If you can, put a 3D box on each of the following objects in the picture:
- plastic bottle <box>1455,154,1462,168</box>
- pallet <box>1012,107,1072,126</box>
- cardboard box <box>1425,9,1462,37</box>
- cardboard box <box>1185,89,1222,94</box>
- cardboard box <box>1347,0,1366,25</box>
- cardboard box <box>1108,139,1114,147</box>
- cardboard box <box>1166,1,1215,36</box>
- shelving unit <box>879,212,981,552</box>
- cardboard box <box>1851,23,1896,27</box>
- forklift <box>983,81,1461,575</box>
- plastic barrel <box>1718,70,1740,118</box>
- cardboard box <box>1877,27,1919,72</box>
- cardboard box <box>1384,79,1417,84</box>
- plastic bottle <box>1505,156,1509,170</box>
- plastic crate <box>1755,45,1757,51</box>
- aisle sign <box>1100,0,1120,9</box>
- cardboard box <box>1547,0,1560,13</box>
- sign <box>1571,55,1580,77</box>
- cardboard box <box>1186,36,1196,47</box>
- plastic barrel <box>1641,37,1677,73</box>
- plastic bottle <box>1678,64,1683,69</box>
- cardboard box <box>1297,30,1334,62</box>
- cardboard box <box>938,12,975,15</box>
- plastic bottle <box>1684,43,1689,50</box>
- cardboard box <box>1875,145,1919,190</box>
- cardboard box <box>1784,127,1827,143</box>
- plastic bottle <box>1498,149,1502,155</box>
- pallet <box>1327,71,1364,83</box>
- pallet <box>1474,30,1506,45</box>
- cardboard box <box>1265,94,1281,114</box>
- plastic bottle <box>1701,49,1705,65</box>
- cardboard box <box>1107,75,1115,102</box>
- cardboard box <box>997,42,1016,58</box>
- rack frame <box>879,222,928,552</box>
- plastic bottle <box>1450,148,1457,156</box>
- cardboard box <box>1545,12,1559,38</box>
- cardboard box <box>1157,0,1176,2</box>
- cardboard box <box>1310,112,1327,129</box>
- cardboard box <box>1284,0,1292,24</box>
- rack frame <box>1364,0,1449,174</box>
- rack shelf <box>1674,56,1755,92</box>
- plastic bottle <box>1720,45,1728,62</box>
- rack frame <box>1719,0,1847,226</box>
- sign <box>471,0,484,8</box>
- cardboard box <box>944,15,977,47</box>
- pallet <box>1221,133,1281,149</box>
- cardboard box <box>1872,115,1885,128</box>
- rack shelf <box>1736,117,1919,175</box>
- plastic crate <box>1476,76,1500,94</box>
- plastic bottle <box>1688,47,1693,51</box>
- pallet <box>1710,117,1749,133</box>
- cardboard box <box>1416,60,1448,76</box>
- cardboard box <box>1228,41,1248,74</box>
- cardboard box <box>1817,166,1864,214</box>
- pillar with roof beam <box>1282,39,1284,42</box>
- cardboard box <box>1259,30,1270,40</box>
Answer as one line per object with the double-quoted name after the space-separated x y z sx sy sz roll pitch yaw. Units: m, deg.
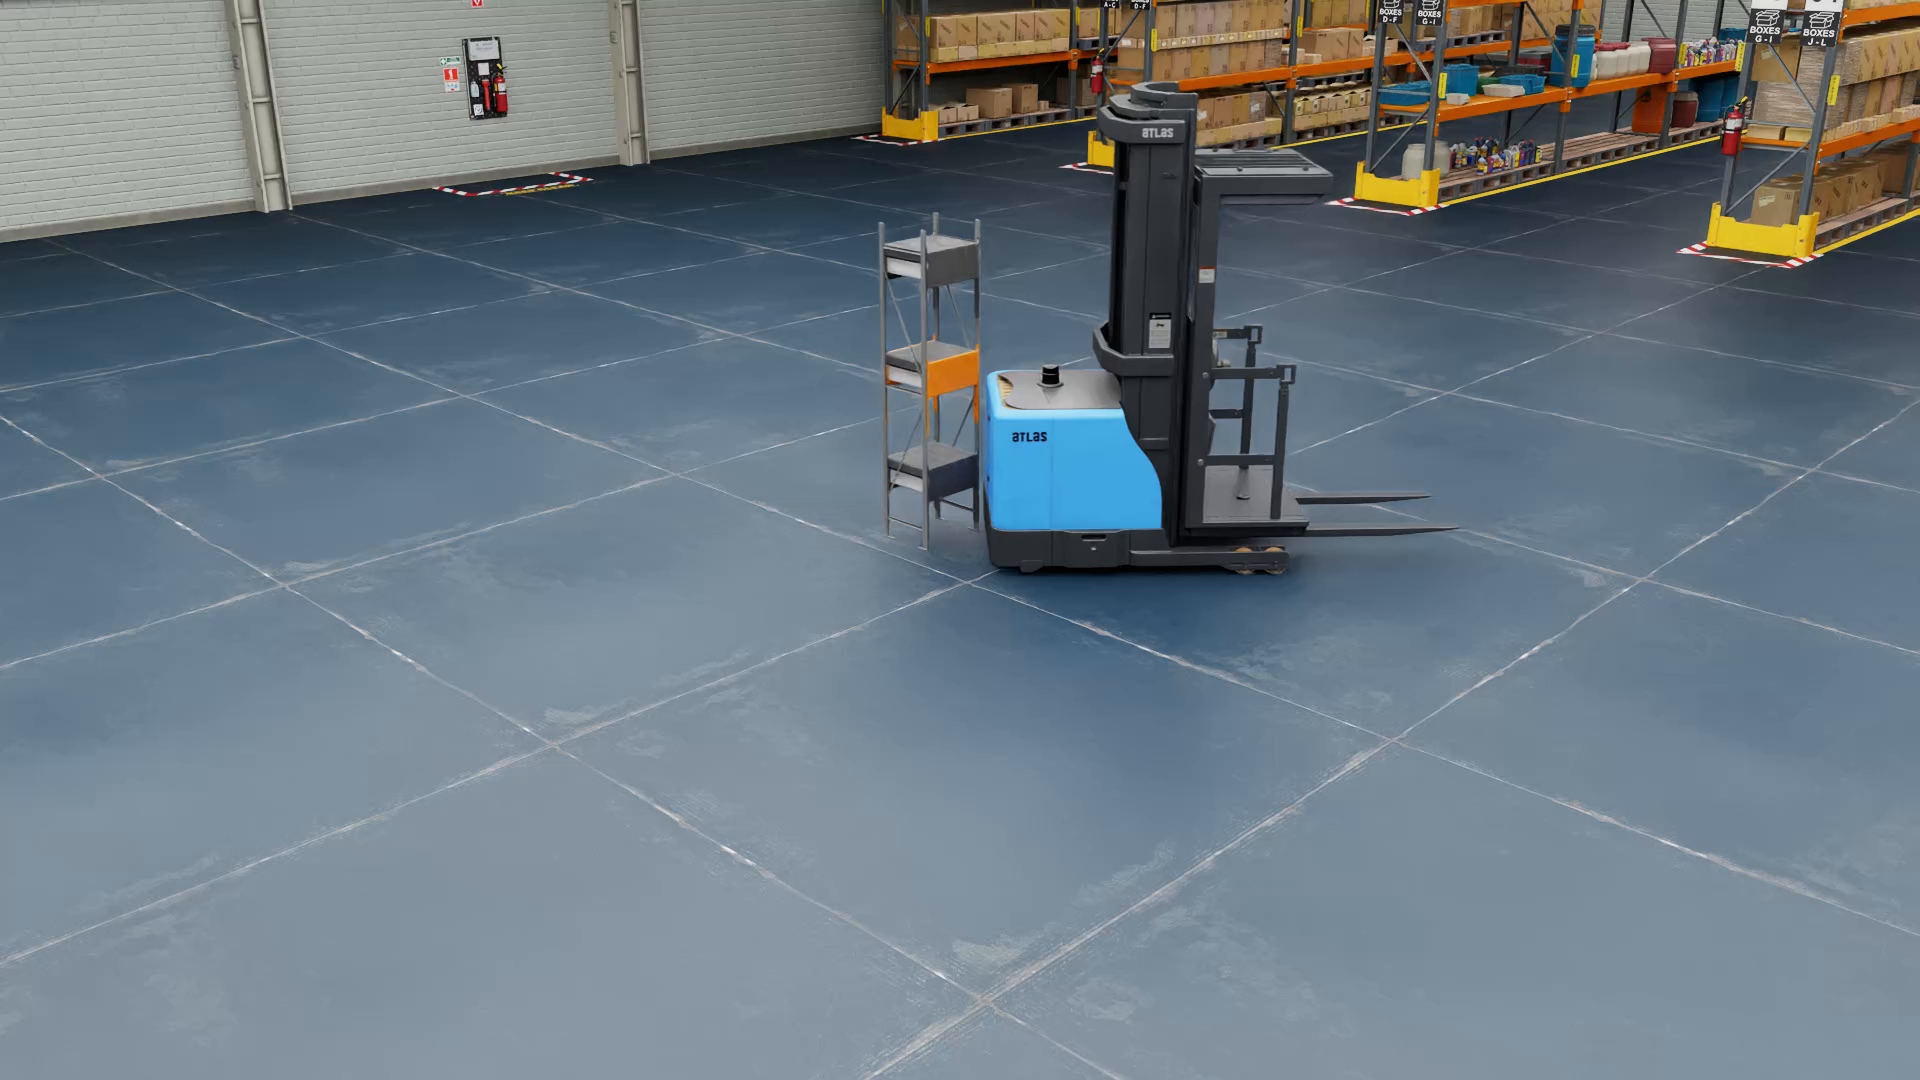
7.505 -5.714 25.047 0.097 0.201 0.097 0 21 0 "plastic bottle"
1.392 -8.190 32.090 1.003 0.211 1.213 19 28 41 "pallet"
9.311 -10.083 32.402 0.500 0.500 0.700 -14 25 -32 "cardboard box"
4.142 -7.399 28.347 0.500 0.500 0.500 19 28 41 "cardboard box"
8.820 -12.381 38.688 0.980 0.700 0.700 18 27 38 "cardboard box"
2.759 -6.531 27.132 0.500 0.250 0.500 19 28 41 "cardboard box"
3.683 -8.455 26.945 0.700 0.500 0.500 19 28 41 "cardboard box"
-0.189 -1.017 10.794 0.431 2.100 0.503 19 28 40 "shelving unit"
11.986 -6.554 21.999 0.500 0.500 0.500 19 28 41 "cardboard box"
1.690 -1.340 10.475 3.031 2.935 1.130 -1 21 -2 "forklift"
14.123 -8.331 30.909 0.600 0.901 0.708 19 28 41 "plastic barrel"
12.018 -6.293 21.319 0.500 0.500 0.500 19 28 41 "cardboard box"
8.662 -8.801 32.661 0.500 0.500 0.500 -19 28 -40 "cardboard box"
8.153 -5.645 24.868 0.097 0.201 0.097 0 21 0 "plastic bottle"
14.942 -9.239 31.215 0.396 0.136 0.243 19 28 41 "plastic crate"
2.341 -8.676 25.844 0.394 0.787 0.004 19 28 41 "aisle sign"
12.217 -11.320 34.812 0.500 0.500 0.500 18 28 39 "cardboard box"
9.320 -7.183 25.195 0.100 0.325 0.005 19 28 41 "sign"
3.560 -7.999 26.663 0.380 0.149 0.250 19 28 40 "cardboard box"
11.618 -8.091 27.753 0.600 0.536 0.708 19 28 41 "plastic barrel"
12.258 -8.195 28.387 0.152 0.276 0.135 19 28 41 "plastic bottle"
6.302 -8.810 29.676 0.500 0.500 0.500 -18 27 -38 "cardboard box"
-0.062 -9.370 30.408 0.500 0.500 0.500 18 28 39 "cardboard box"
13.111 -8.871 30.147 0.152 0.276 0.135 19 28 41 "plastic bottle"
13.273 -5.263 23.458 0.700 0.500 0.500 19 28 40 "cardboard box"
10.062 -4.822 19.790 0.380 0.149 0.250 19 28 41 "cardboard box"
8.139 -5.747 25.019 0.061 0.283 0.133 19 28 41 "plastic bottle"
8.854 -10.919 39.189 1.003 0.211 1.213 19 28 41 "pallet"
10.333 -10.223 33.760 1.003 0.211 1.213 19 28 41 "pallet"
5.465 -7.785 29.613 0.500 0.311 0.500 19 28 41 "cardboard box"
12.935 -8.428 29.000 0.097 0.271 0.097 0 21 0 "plastic bottle"
2.662 -9.051 33.312 0.700 0.500 0.500 19 28 40 "cardboard box"
0.679 -9.026 30.559 0.500 0.250 0.500 20 28 41 "cardboard box"
-0.357 -0.953 10.629 0.400 2.100 0.015 19 28 40 "rack frame"
7.403 -5.775 25.102 0.152 0.276 0.135 18 28 39 "plastic bottle"
12.225 -10.861 35.012 0.500 0.500 0.500 19 28 40 "cardboard box"
4.193 -11.074 34.048 0.380 0.149 0.250 14 25 32 "cardboard box"
6.204 -7.520 29.706 0.500 0.250 0.500 -19 28 -41 "cardboard box"
6.926 -11.609 36.516 0.500 0.500 0.500 20 28 41 "cardboard box"
6.143 -6.166 22.935 1.000 3.000 0.127 19 28 41 "rack frame"
13.119 -8.400 29.752 1.077 0.370 4.000 19 28 41 "rack shelf"
13.609 -8.693 29.682 0.152 0.276 0.135 19 28 41 "plastic bottle"
9.692 -4.926 19.710 1.000 3.000 0.127 19 28 41 "rack frame"
-7.100 -7.979 24.421 0.001 0.298 0.199 19 28 41 "sign"
-0.055 -9.107 29.723 0.500 0.500 0.500 19 28 41 "cardboard box"
4.803 -6.939 28.834 1.003 0.211 1.213 19 28 41 "pallet"
11.486 -5.326 21.101 0.380 0.149 0.250 19 28 41 "cardboard box"
11.087 -5.104 21.177 1.077 0.370 4.000 19 28 41 "rack shelf"
7.785 -6.817 24.924 0.450 0.188 0.662 19 28 41 "plastic crate"
13.213 -8.810 30.092 0.097 0.201 0.097 0 21 0 "plastic bottle"
13.947 -7.761 30.972 1.003 0.211 1.213 19 28 41 "pallet"
9.409 -9.430 33.254 0.500 0.250 0.500 19 28 40 "cardboard box"
4.366 -8.100 27.829 0.500 0.500 0.700 -20 28 -41 "cardboard box"
11.404 -4.562 21.662 0.500 0.500 0.500 16 26 36 "cardboard box"
10.369 -13.849 34.563 9.100 9.000 0.400 19 28 41 "pillar with roof beam"
4.996 -8.530 28.042 0.380 0.149 0.250 18 28 39 "cardboard box"
